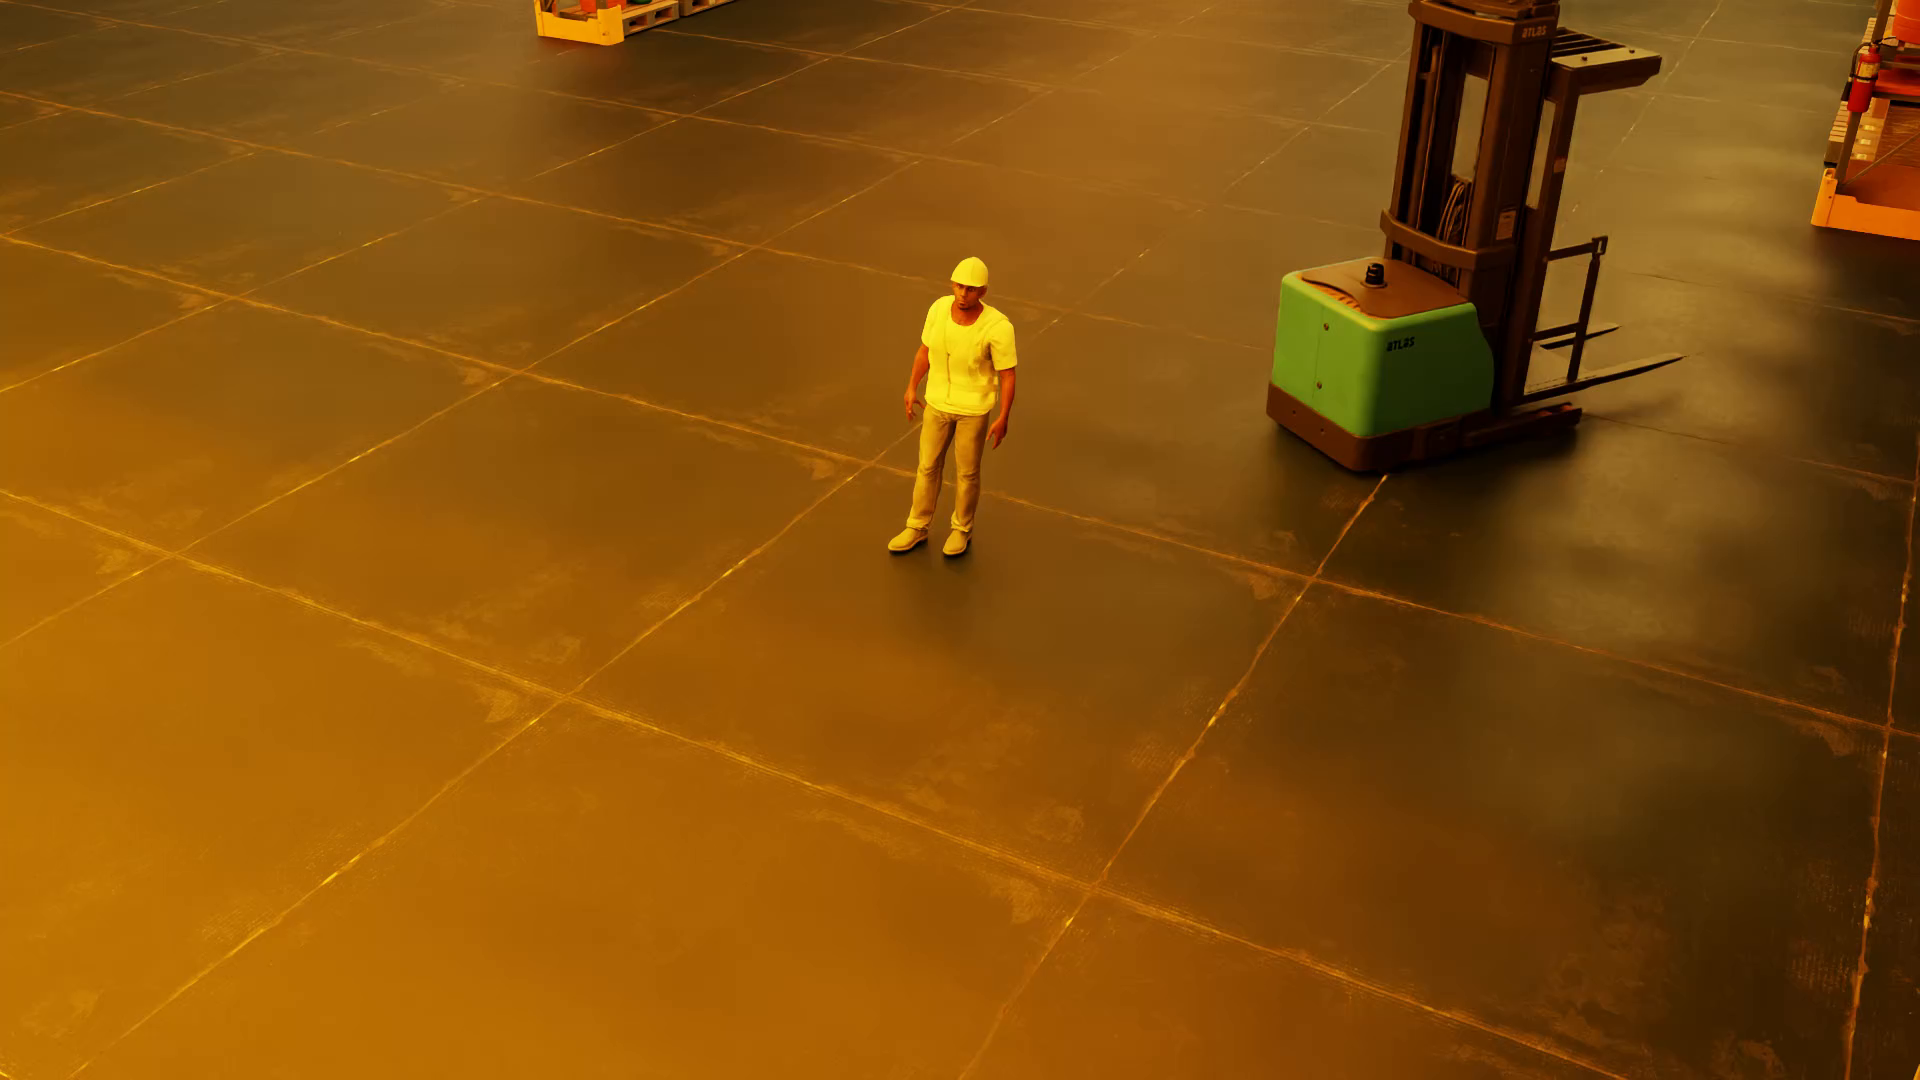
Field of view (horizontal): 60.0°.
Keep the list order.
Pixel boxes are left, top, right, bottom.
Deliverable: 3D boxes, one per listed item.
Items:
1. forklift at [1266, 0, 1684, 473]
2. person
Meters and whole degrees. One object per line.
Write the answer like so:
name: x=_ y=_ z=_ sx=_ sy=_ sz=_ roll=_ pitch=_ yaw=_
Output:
forklift: x=3.645 y=-2.197 z=10.877 sx=3.031 sy=2.935 sz=1.130 roll=-14 pitch=33 yaw=-23
person: x=-0.039 y=-0.743 z=9.508 sx=0.665 sy=1.765 sz=0.577 roll=15 pitch=33 yaw=25
